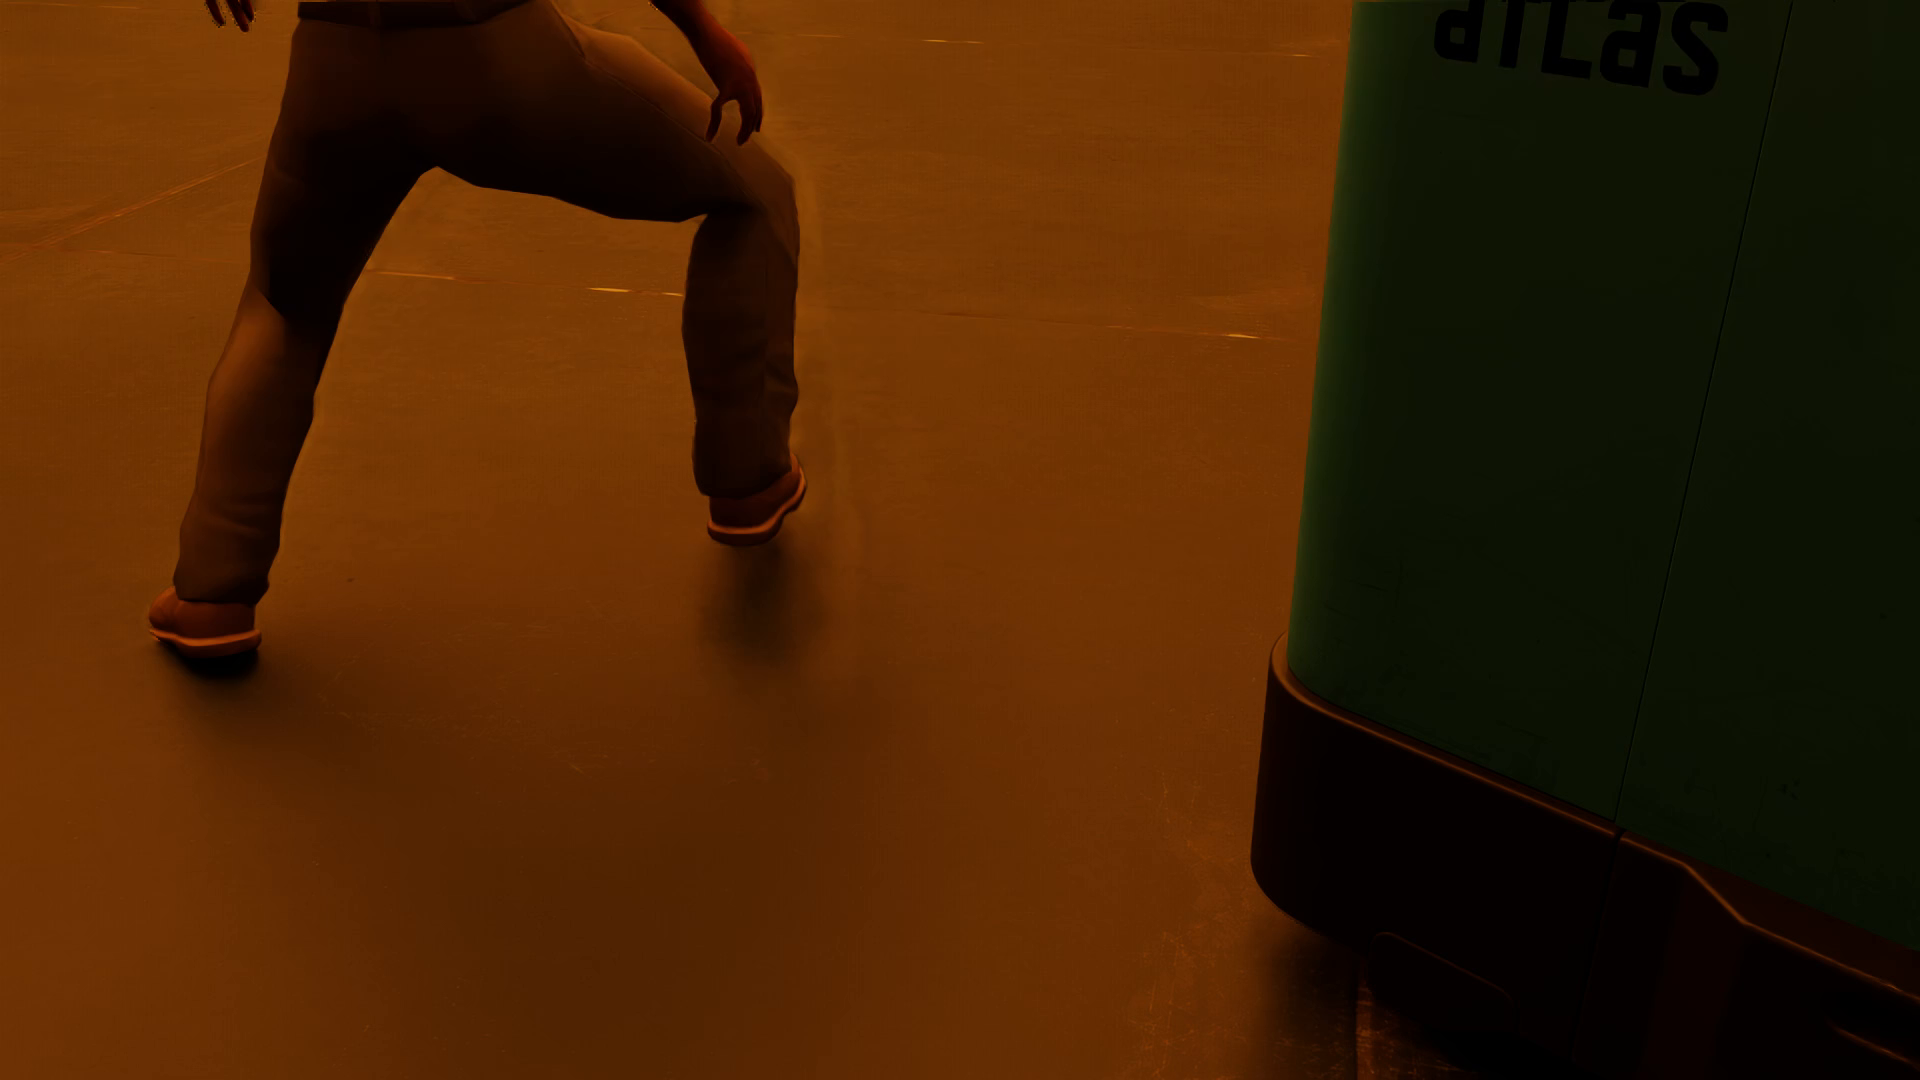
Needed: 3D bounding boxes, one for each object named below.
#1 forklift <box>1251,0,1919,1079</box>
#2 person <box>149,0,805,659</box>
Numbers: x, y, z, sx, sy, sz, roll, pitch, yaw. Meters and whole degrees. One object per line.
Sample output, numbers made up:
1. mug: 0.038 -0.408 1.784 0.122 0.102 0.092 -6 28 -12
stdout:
1. forklift: 1.717 -0.617 0.469 3.031 2.935 1.130 23 35 37
2. person: -0.701 -0.606 2.065 0.878 1.536 0.691 8 28 15
